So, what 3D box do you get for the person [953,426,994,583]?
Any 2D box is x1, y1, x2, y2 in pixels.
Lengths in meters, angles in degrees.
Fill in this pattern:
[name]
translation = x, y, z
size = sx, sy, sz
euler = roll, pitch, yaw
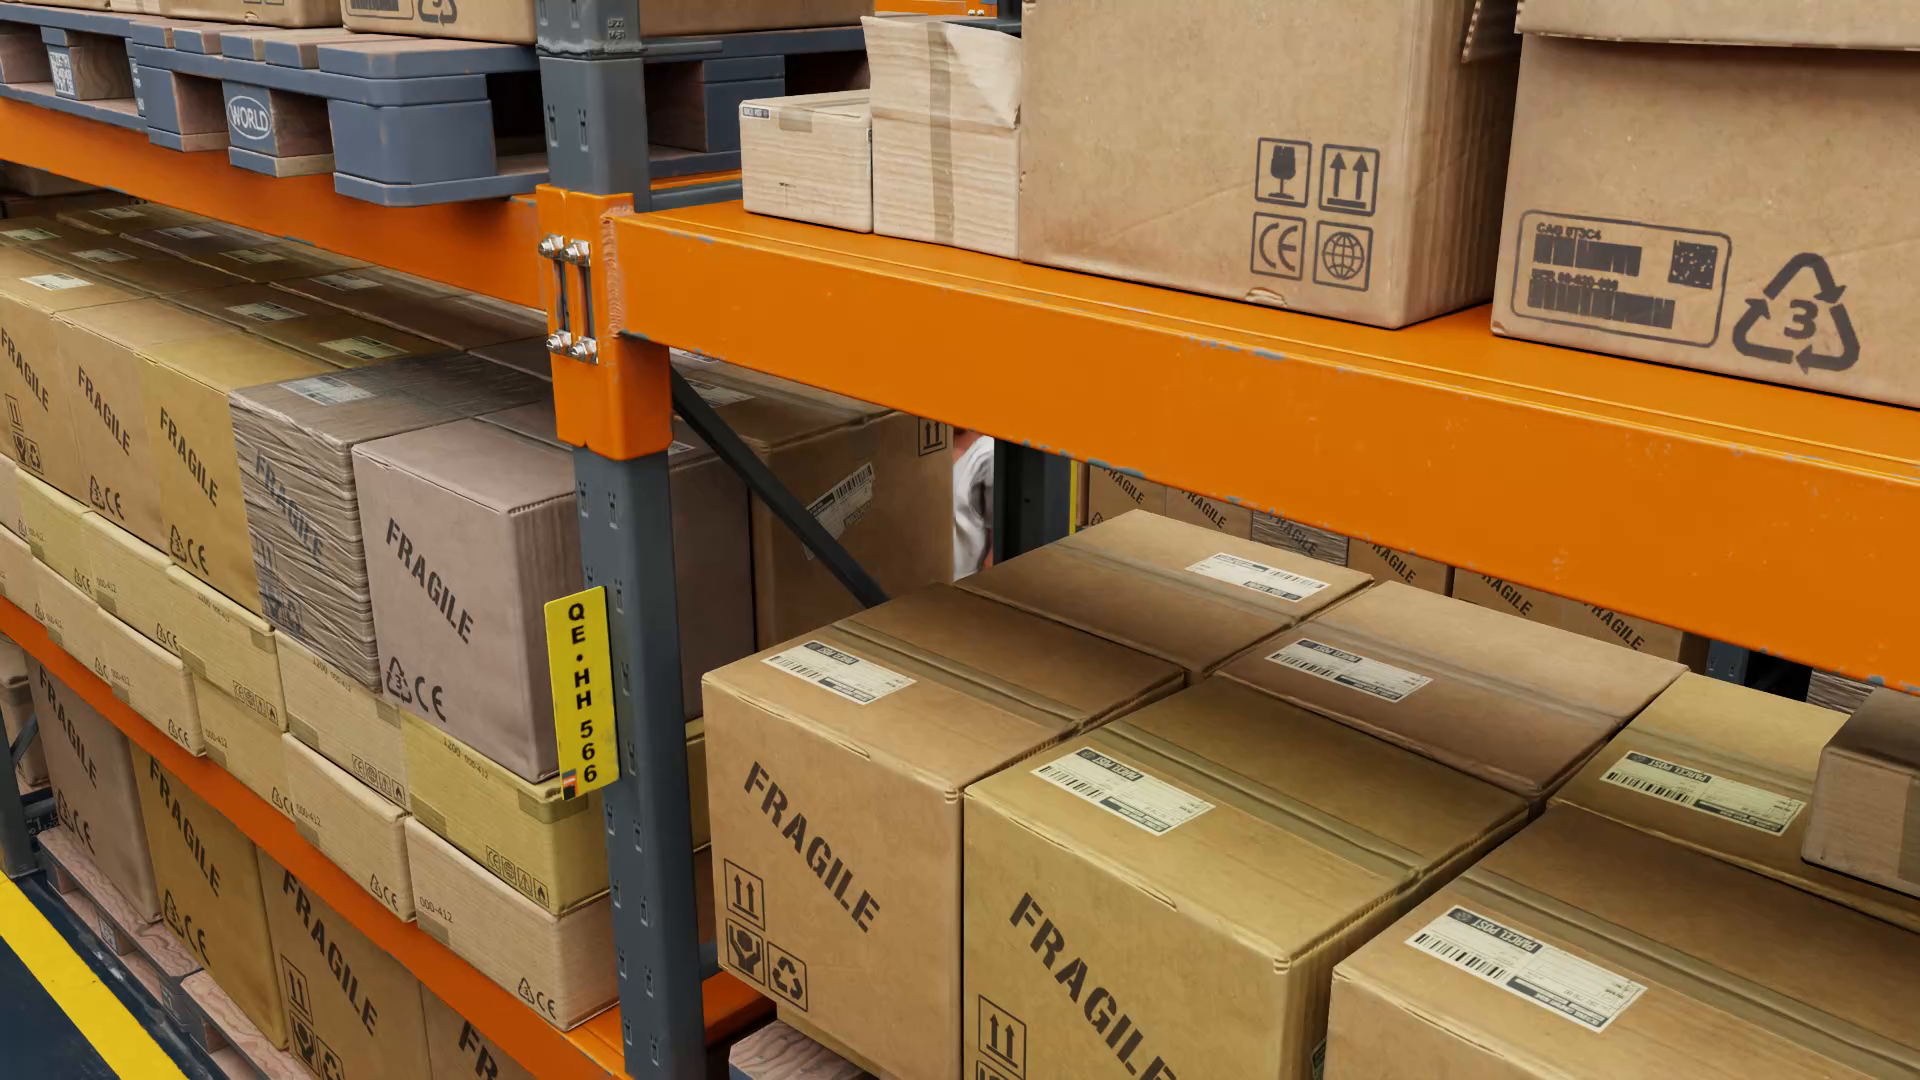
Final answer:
[person]
translation = -0.056, 0.232, 5.955
size = 0.554, 1.781, 0.819
euler = 19, 28, 41
